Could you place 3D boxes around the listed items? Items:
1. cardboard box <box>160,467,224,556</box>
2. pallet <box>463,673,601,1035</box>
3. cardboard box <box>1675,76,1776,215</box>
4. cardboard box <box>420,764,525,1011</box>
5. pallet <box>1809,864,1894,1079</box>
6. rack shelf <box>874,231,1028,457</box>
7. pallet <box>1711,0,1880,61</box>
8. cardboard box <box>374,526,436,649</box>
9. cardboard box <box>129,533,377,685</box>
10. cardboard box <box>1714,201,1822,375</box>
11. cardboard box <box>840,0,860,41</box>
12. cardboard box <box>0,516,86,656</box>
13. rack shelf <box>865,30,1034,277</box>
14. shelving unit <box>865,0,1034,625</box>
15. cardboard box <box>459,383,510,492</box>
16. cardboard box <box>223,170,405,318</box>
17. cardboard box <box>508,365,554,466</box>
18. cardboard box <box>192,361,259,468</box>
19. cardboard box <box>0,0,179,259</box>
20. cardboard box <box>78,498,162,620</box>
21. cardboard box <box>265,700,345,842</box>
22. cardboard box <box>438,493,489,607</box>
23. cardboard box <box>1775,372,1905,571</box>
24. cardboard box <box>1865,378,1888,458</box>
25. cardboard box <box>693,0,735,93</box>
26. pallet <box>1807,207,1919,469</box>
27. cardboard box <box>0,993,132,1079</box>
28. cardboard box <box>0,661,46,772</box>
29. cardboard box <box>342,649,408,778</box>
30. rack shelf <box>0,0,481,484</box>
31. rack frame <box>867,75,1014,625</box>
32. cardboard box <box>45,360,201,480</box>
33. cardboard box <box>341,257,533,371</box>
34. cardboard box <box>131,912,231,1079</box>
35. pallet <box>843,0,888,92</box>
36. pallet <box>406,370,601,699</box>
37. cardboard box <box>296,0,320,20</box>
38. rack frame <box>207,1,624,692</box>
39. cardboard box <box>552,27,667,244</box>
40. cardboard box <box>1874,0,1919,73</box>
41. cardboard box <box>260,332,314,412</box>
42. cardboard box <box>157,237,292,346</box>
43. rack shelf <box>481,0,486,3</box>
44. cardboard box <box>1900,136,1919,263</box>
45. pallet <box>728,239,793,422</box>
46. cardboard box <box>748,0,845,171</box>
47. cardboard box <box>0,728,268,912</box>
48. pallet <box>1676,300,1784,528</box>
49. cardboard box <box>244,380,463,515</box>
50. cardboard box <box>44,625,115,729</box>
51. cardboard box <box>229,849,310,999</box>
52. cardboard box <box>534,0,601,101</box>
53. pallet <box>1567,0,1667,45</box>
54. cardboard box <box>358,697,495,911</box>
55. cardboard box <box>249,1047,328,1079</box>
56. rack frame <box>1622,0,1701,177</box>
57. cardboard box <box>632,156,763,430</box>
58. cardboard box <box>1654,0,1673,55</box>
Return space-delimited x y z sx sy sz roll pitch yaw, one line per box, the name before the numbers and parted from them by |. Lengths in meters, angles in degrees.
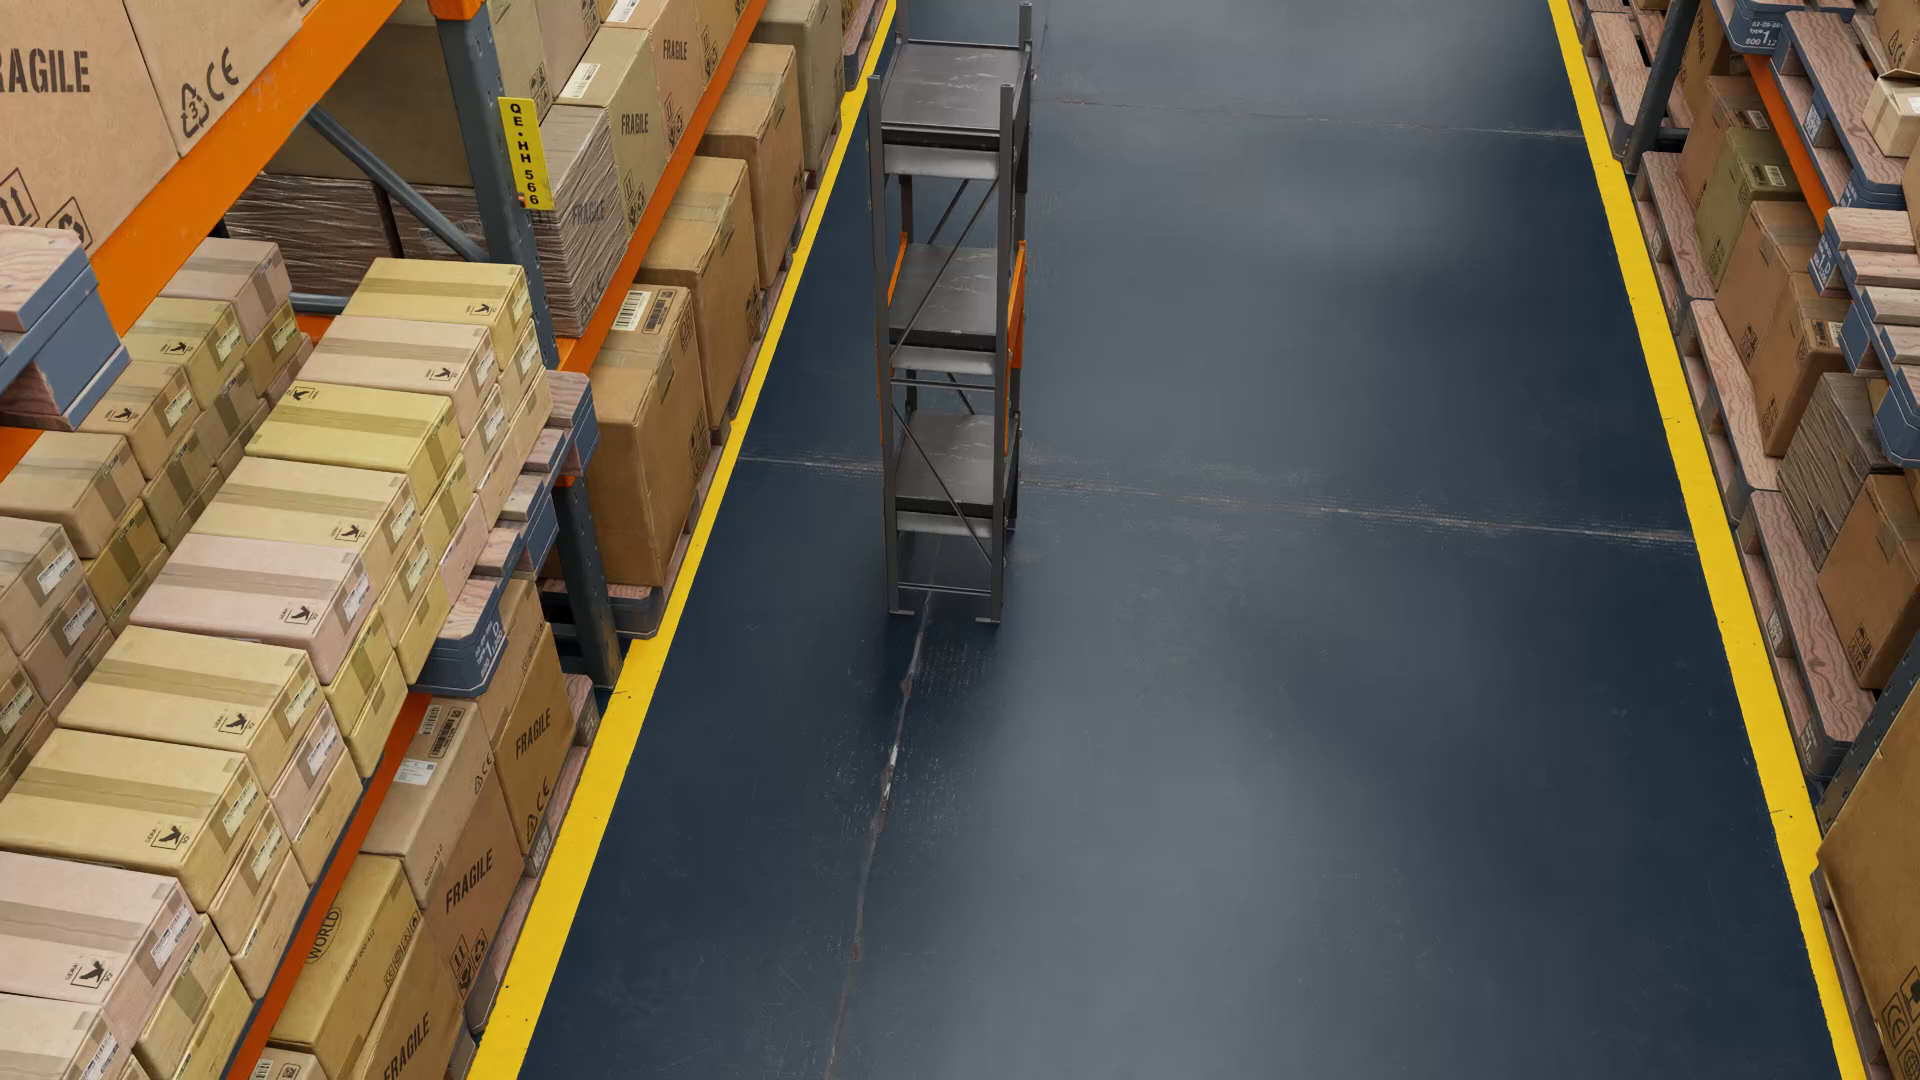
cardboard box | -2.005 -0.065 4.014 0.380 0.149 0.250 7 44 8
pallet | -1.779 0.888 5.159 1.003 0.211 1.213 5 44 6
cardboard box | 3.655 -1.699 7.361 0.700 0.500 0.500 2 43 2
cardboard box | -1.575 0.924 4.605 0.500 0.500 0.500 7 44 7
pallet | 3.050 1.405 4.612 1.003 0.211 1.213 5 44 6
rack shelf | -0.022 -0.640 5.418 0.431 0.518 0.480 5 44 6
pallet | 3.512 -2.286 6.622 1.003 0.211 1.213 5 44 6
cardboard box | -1.388 0.084 3.641 0.380 0.149 0.250 5 44 6
cardboard box | -1.424 0.137 3.369 0.380 0.149 0.250 5 44 6
cardboard box | 3.500 -0.995 6.617 0.700 0.500 0.500 2 43 2
cardboard box | -0.993 -3.187 8.674 0.875 0.875 0.875 6 44 6
cardboard box | -2.067 0.078 3.431 0.380 0.149 0.250 7 44 7
rack shelf | -0.022 -1.148 4.937 0.431 0.518 0.480 5 44 6
shelving unit | -0.022 -0.650 5.409 0.431 2.100 0.503 5 44 6
cardboard box | -1.322 -0.266 4.011 0.380 0.149 0.250 7 44 7
cardboard box | -1.881 -1.025 5.078 0.500 0.500 0.500 5 44 6
cardboard box | -1.284 -0.341 4.305 0.380 0.149 0.250 6 44 6
cardboard box | -1.971 -0.330 4.078 0.380 0.149 0.250 7 44 8
cardboard box | -1.622 -0.688 2.541 0.500 0.500 0.500 5 44 6
cardboard box | -2.036 0.024 3.704 0.380 0.149 0.250 5 44 6
cardboard box | -1.457 0.431 3.274 0.380 0.149 0.250 6 44 7
cardboard box | -1.352 0.004 3.942 0.380 0.149 0.250 6 44 6
cardboard box | 3.358 -0.227 5.806 0.700 0.500 0.500 2 43 2
cardboard box | 3.347 -0.484 5.532 0.500 0.250 0.500 10 44 10
cardboard box | -1.148 -2.005 6.113 0.500 0.500 0.500 5 44 5
pallet | 3.217 -0.563 4.803 1.213 0.211 1.003 5 44 6
cardboard box | -1.559 0.855 2.610 0.380 0.149 0.250 5 44 5
cardboard box | -2.106 0.362 3.347 0.380 0.149 0.250 5 44 5
cardboard box | -1.423 0.357 3.569 0.380 0.149 0.250 3 44 4
rack shelf | -1.939 -0.122 2.539 1.077 0.370 4.000 5 44 6
rack frame | -0.054 -0.483 5.233 0.400 2.100 0.015 5 44 6
cardboard box | -1.997 -0.287 3.816 0.380 0.149 0.250 5 44 5
cardboard box | -1.285 -0.559 4.103 0.380 0.149 0.250 4 44 4
cardboard box | -1.527 0.778 2.907 0.380 0.149 0.250 5 44 5
pallet | -0.968 -2.882 9.140 1.003 0.211 1.213 5 44 6
pallet | -1.663 -0.092 4.305 1.213 0.211 1.003 5 44 6
cardboard box | -1.498 -1.371 3.261 0.500 0.500 0.500 5 44 6
rack frame | -1.675 -0.657 4.763 1.000 3.000 0.127 5 44 6
cardboard box | -1.283 -1.322 5.392 0.500 0.500 0.500 5 44 5
cardboard box | 3.620 -1.864 5.656 0.797 0.503 0.637 9 44 10
cardboard box | -1.934 -0.432 4.402 0.380 0.149 0.250 5 44 5
cardboard box | -1.928 -0.634 4.183 0.380 0.149 0.250 5 44 6
rack shelf | -1.410 -2.848 5.418 1.077 0.370 4.000 5 44 6
cardboard box | 3.235 -1.088 4.839 0.700 0.500 0.500 11 45 12
pallet | -1.332 -1.004 7.157 1.003 0.211 1.213 5 44 6
cardboard box | -1.139 -2.288 7.815 1.050 0.750 0.750 5 44 5
cardboard box | -1.493 0.499 2.985 0.380 0.149 0.250 6 44 7
pallet | 3.497 -0.487 6.610 1.003 0.211 1.213 5 44 6
cardboard box | -1.355 -0.209 3.734 0.380 0.149 0.250 6 44 7
cardboard box | -2.072 0.301 3.628 0.380 0.149 0.250 7 44 7
cardboard box | -1.492 0.719 3.186 0.380 0.149 0.250 3 44 4
cardboard box | -1.540 -1.707 5.071 0.700 0.500 0.500 5 44 5
pallet | 3.970 -3.146 9.419 1.003 0.211 1.213 5 44 6
cardboard box | -1.561 0.661 4.338 0.500 0.250 0.500 6 44 6
cardboard box | -1.704 1.362 3.597 0.500 0.250 0.500 7 44 7
rack frame | 3.757 -2.864 7.093 1.000 3.000 0.127 5 44 6
cardboard box | -1.393 -0.996 6.451 1.050 0.750 0.750 6 44 6
cardboard box | 3.918 -2.768 8.505 0.500 0.500 0.500 19 46 19
